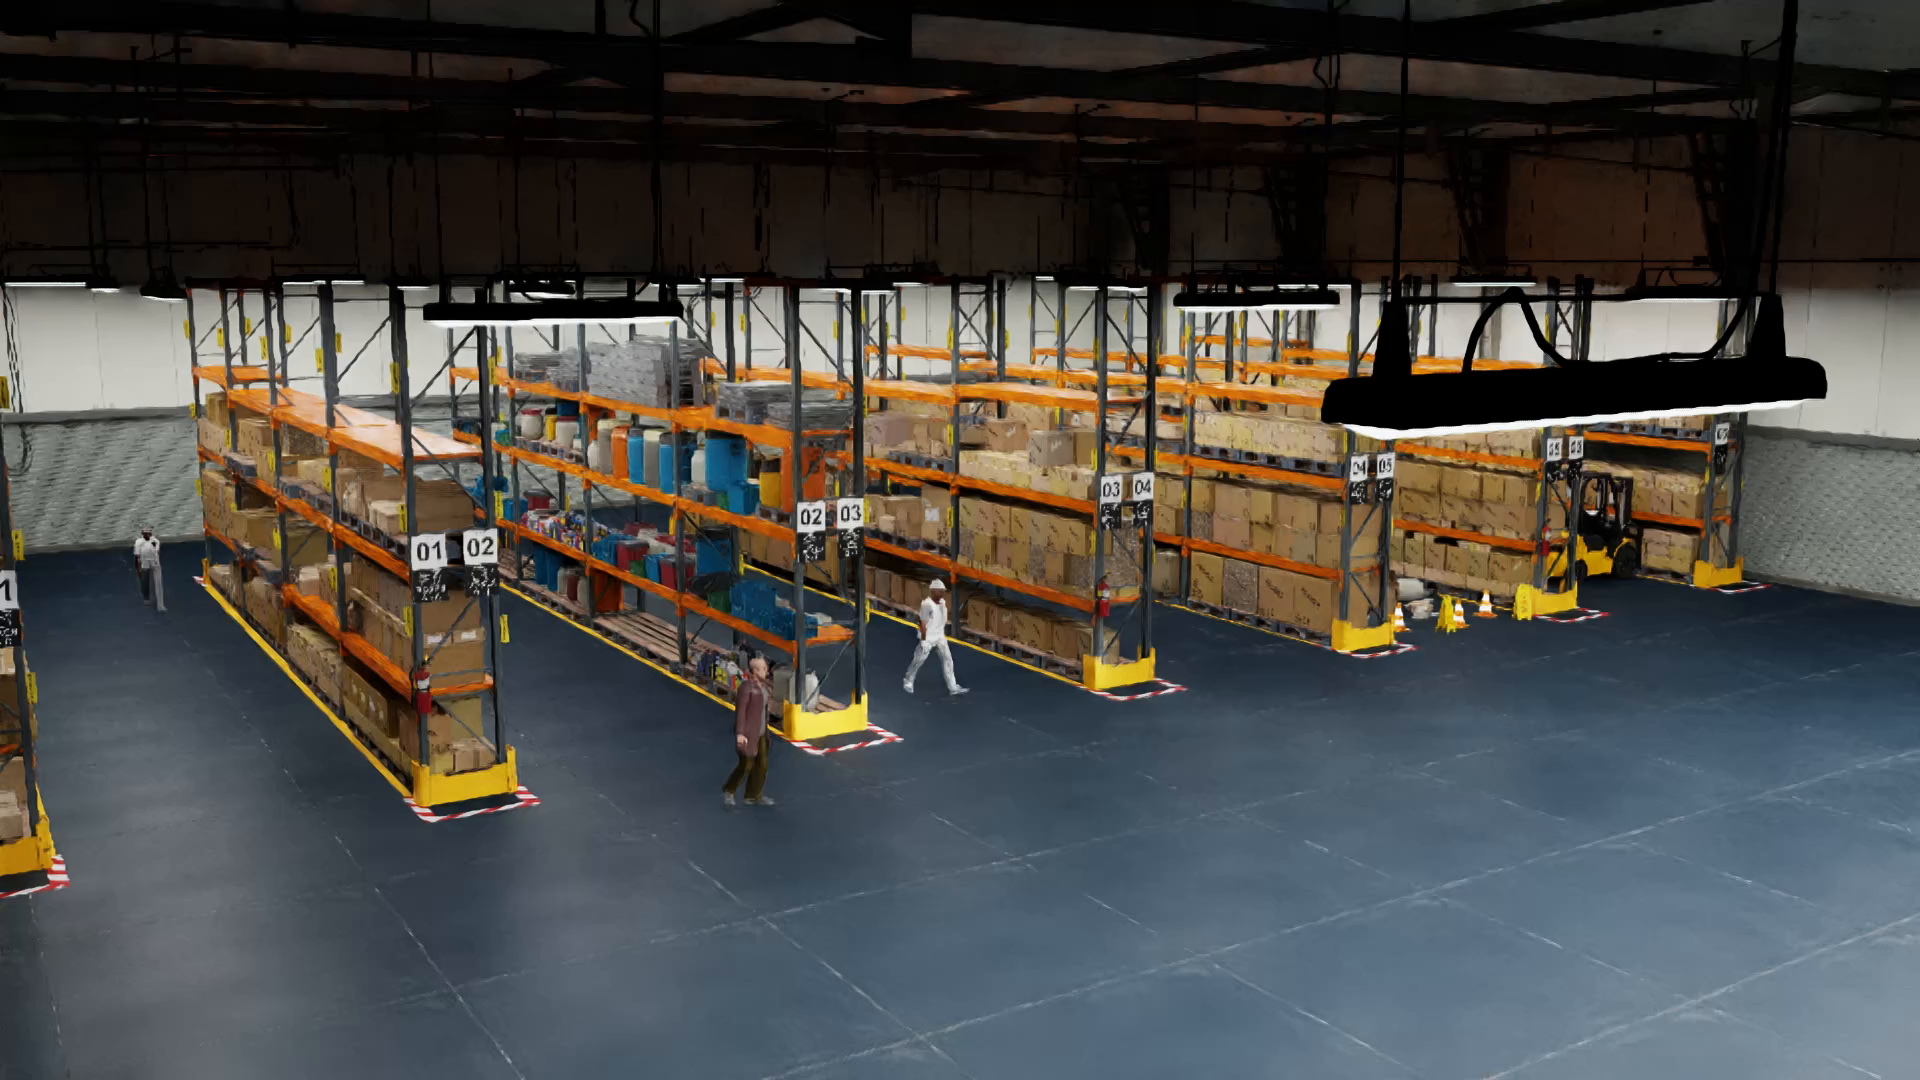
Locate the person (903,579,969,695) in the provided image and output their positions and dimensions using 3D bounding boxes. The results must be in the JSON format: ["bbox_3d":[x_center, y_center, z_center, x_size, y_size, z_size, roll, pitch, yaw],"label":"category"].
[{"bbox_3d":[-0.447,1.417,24.415,0.809,1.742,0.609,7,12,34],"label":"person"}]

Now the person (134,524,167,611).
[{"bbox_3d":[-14.774,0.478,30.292,0.456,1.587,1.088,-5,11,-30],"label":"person"}]

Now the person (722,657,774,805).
[{"bbox_3d":[-2.499,2.235,19.432,0.612,1.766,0.622,4,10,23],"label":"person"}]
